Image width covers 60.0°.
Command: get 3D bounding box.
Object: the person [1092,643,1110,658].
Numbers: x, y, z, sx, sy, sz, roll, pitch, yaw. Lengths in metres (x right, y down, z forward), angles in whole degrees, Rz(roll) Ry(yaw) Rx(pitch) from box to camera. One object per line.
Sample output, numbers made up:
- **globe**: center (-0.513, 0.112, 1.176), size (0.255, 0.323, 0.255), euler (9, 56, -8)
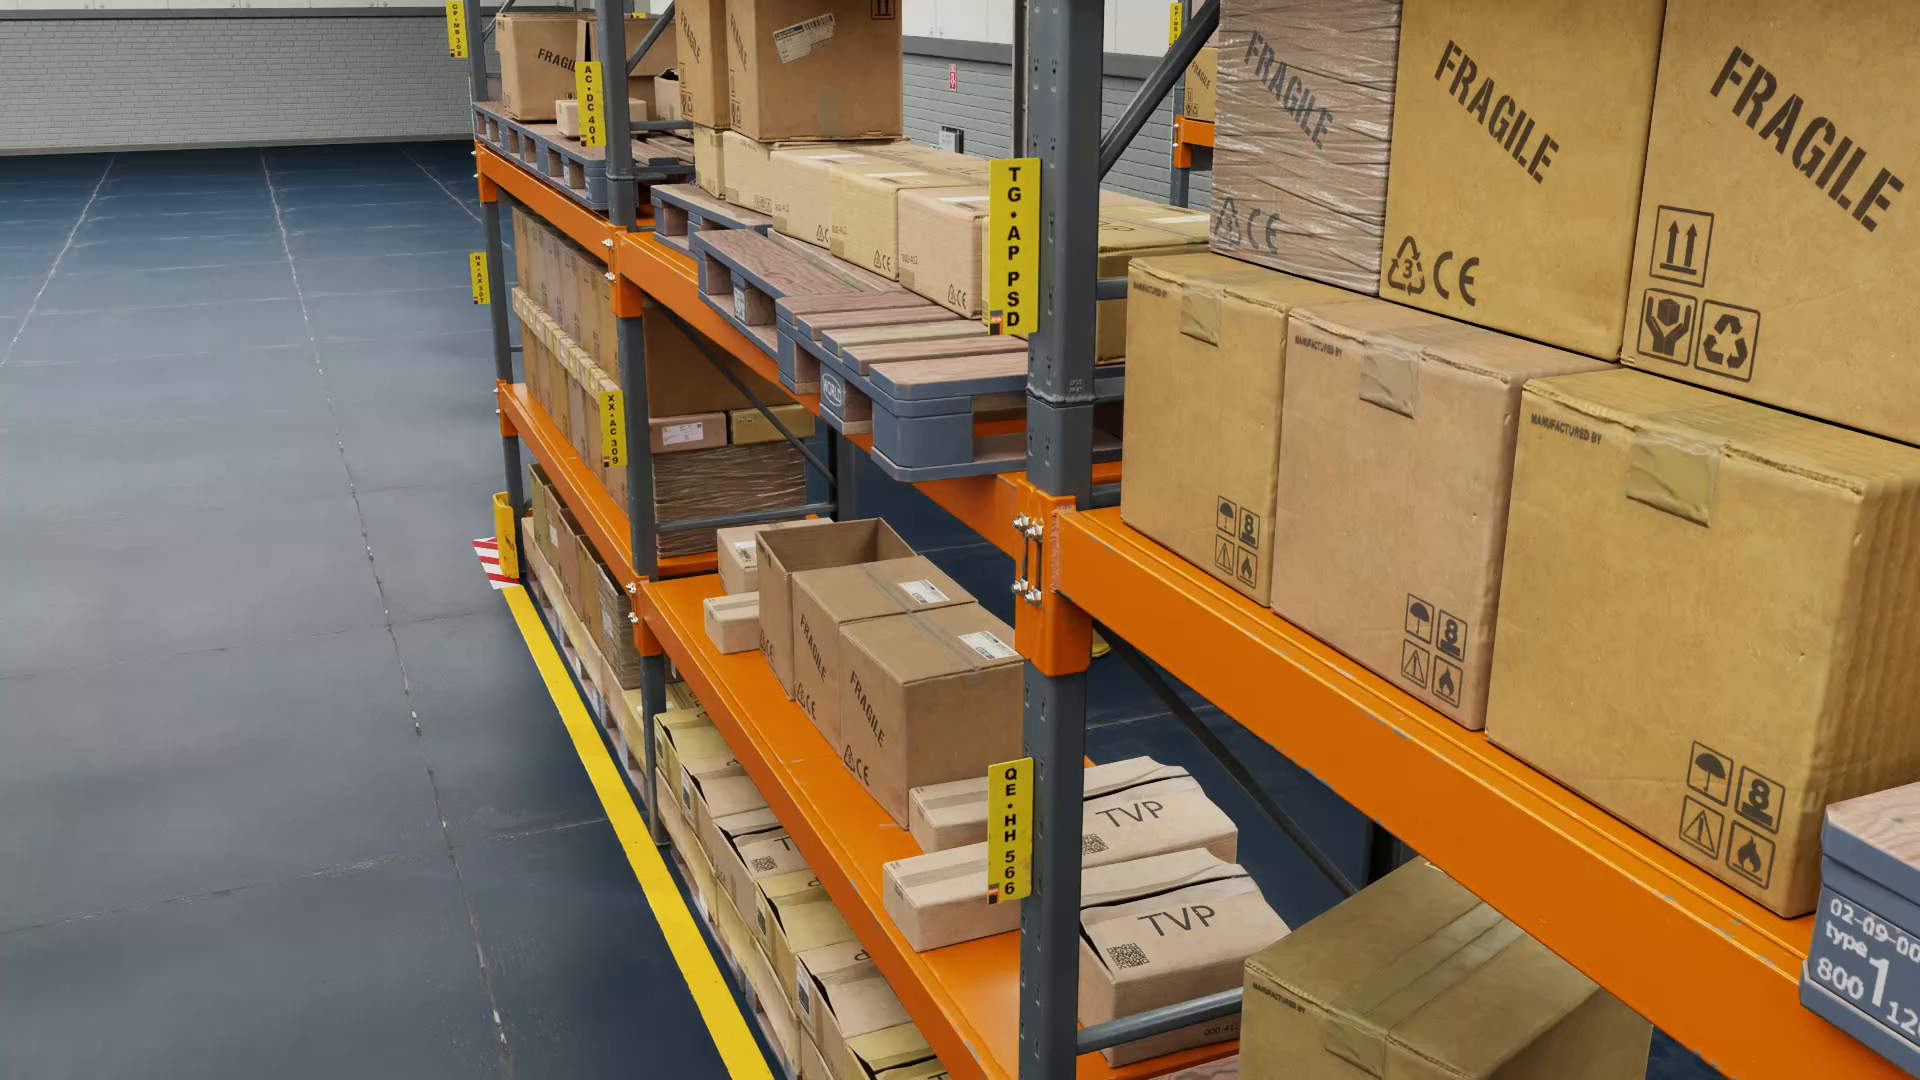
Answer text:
- **person**: center (0.623, -0.204, 9.643), size (0.460, 1.756, 0.625), euler (-8, 20, -23)
